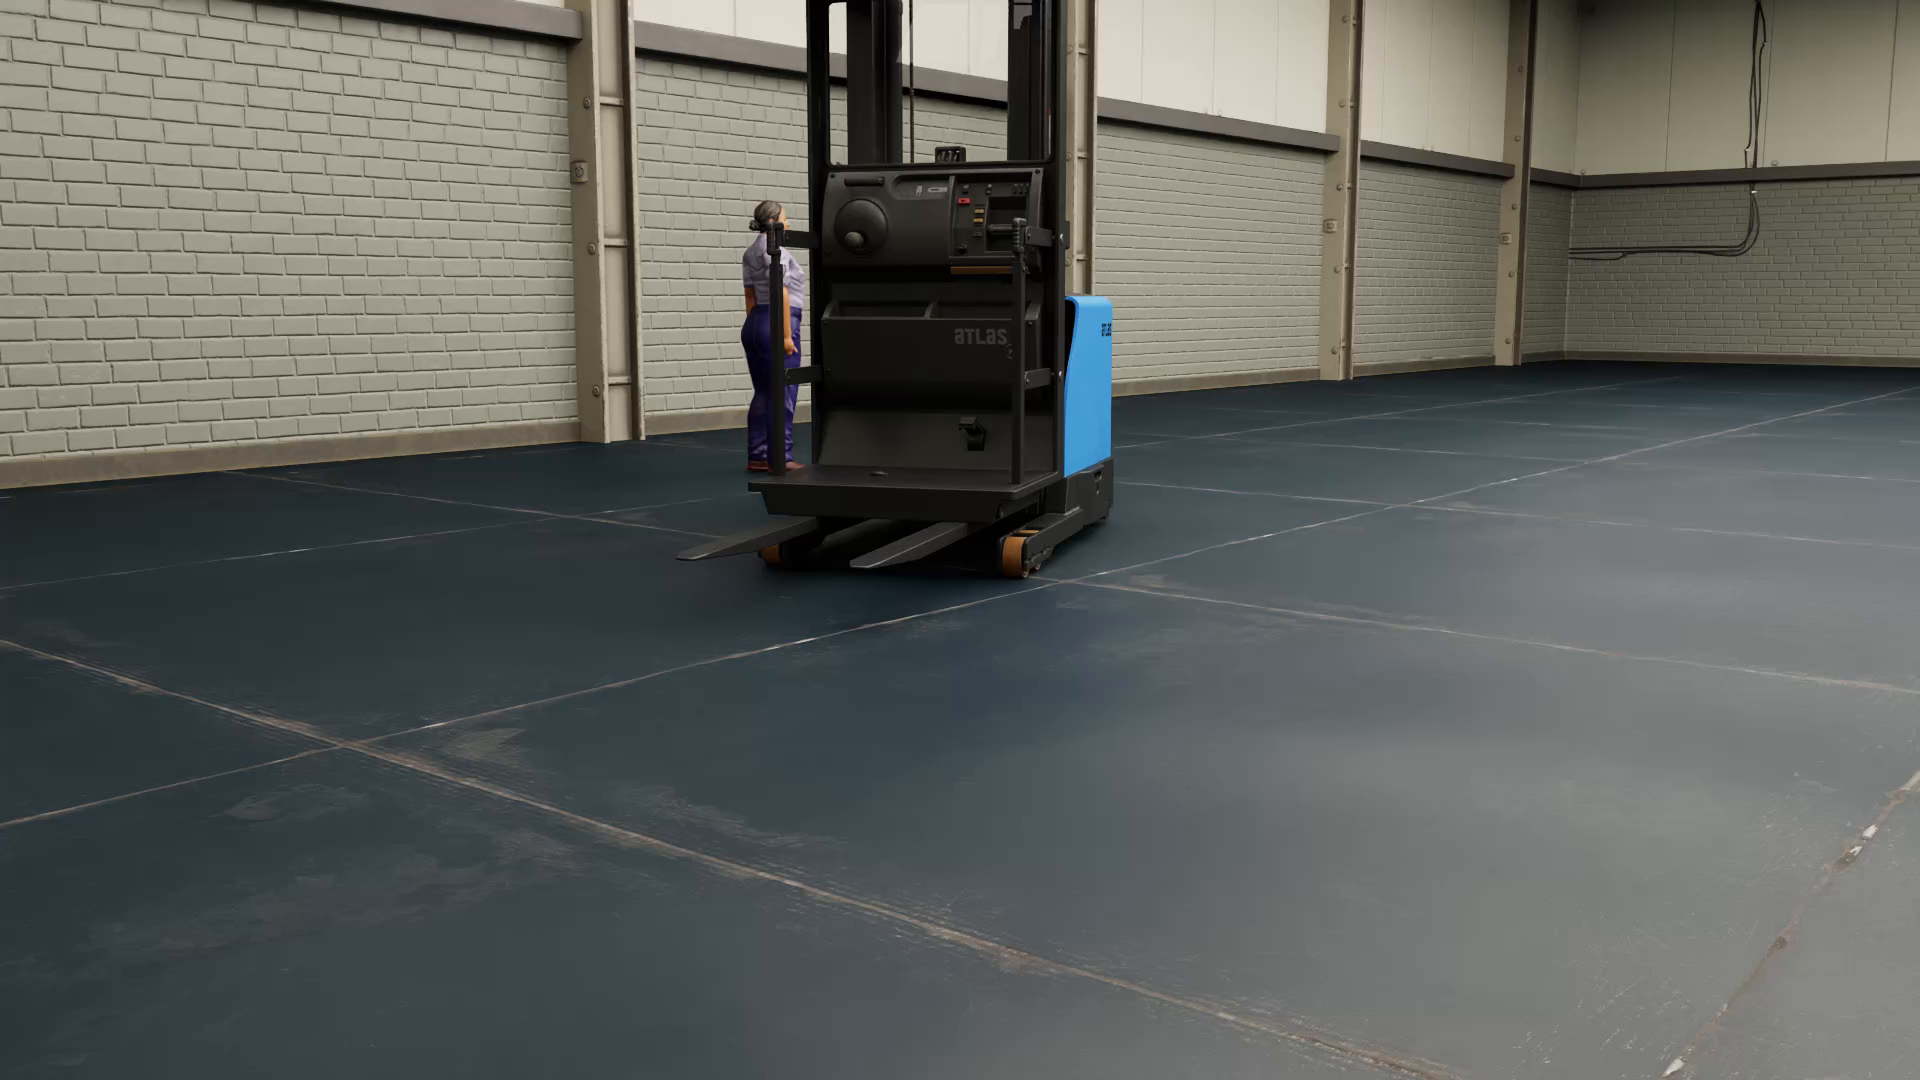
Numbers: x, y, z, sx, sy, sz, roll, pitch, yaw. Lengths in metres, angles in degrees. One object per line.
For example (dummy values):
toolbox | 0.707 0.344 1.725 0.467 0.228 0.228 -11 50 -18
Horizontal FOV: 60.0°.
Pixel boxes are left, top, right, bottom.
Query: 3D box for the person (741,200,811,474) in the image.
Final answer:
person | -1.129 -1.231 10.137 0.348 1.653 0.479 -5 10 -31

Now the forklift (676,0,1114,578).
forklift | -0.176 -1.366 6.616 1.130 2.935 3.031 3 9 17
